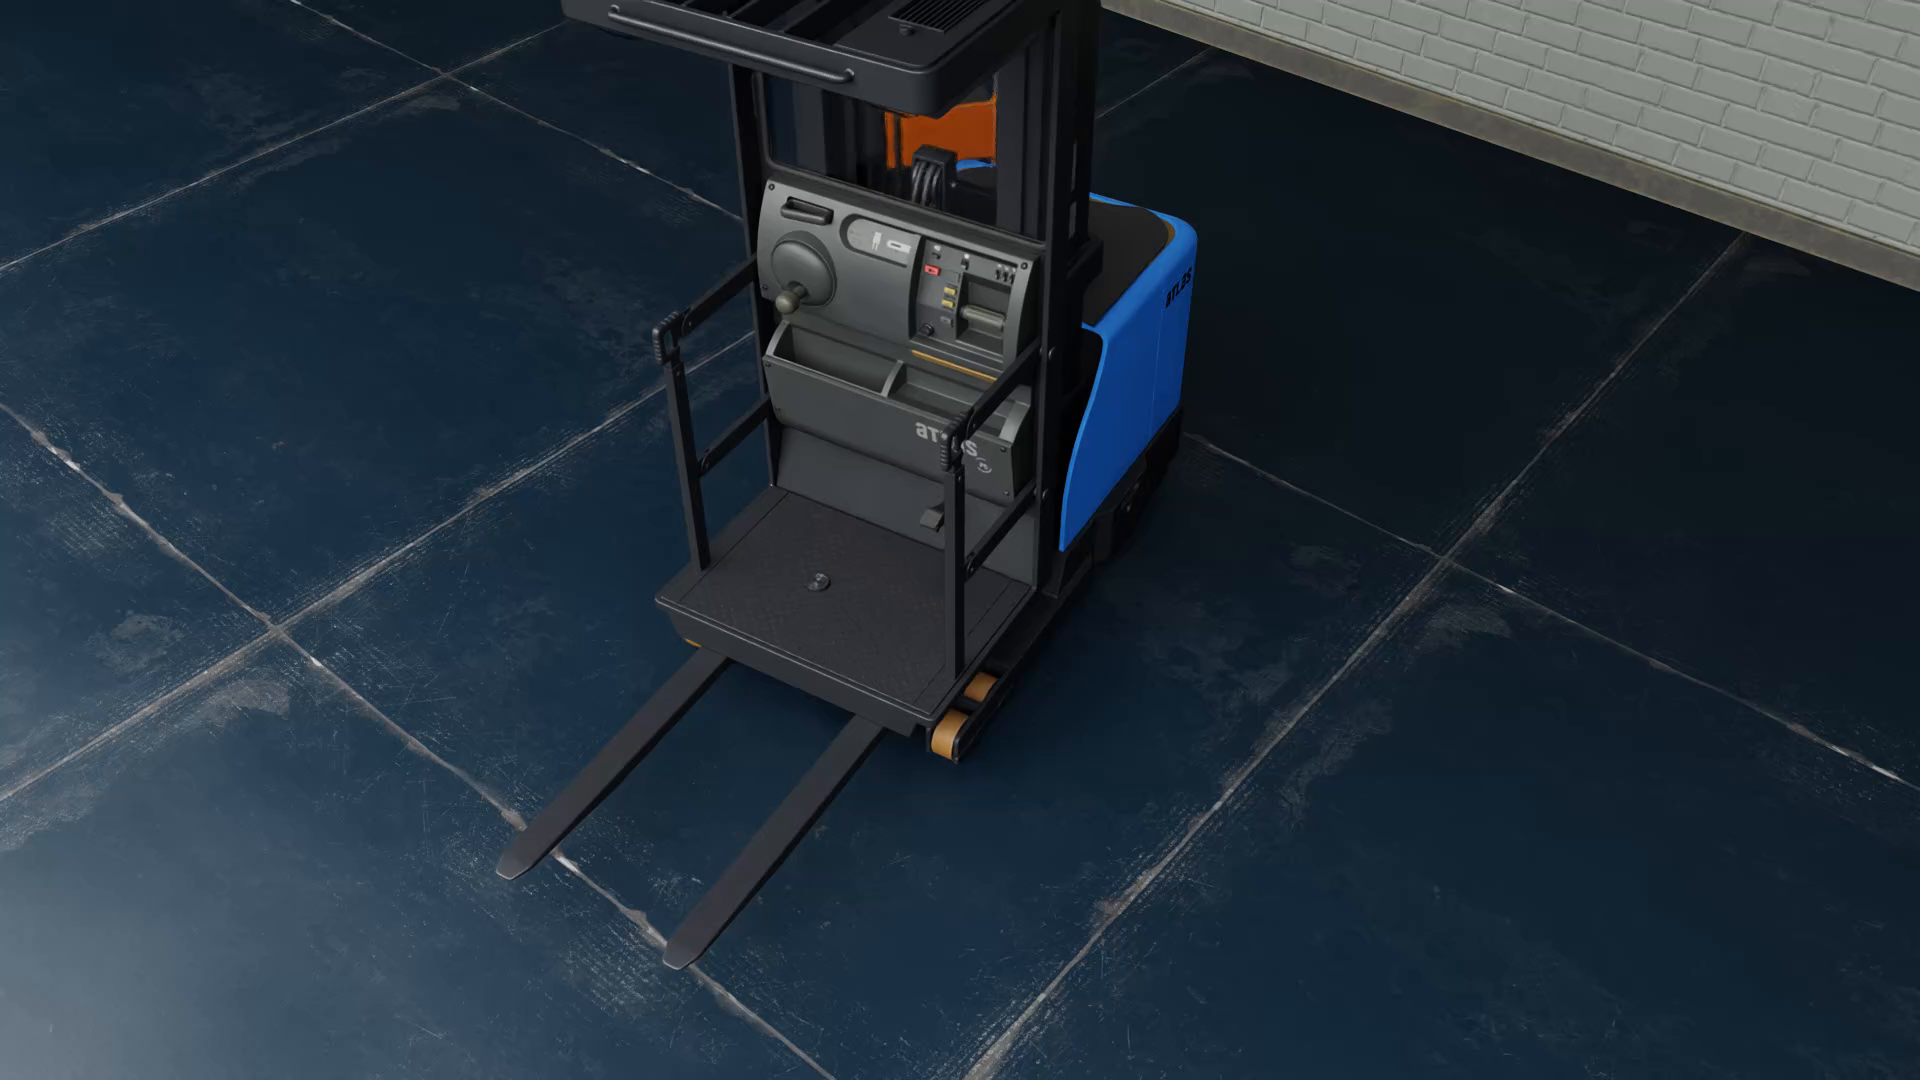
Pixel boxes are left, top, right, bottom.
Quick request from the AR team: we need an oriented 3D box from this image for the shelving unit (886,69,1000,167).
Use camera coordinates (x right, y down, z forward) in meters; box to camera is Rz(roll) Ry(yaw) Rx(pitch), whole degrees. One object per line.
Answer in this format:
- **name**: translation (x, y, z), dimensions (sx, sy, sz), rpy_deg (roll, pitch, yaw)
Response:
- **shelving unit**: translation (-0.137, -1.565, 6.409), dimensions (0.503, 2.100, 0.431), rpy_deg (-8, 43, -9)

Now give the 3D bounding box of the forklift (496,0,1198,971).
- **forklift**: translation (-0.313, -0.720, 4.863), dimensions (1.130, 2.935, 3.031), rpy_deg (21, 46, 22)

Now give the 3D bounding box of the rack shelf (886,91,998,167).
- **rack shelf**: translation (-0.137, -1.555, 6.418), dimensions (0.480, 0.518, 0.431), rpy_deg (-8, 43, -9)

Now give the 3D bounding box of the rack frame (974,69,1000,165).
- **rack frame**: translation (0.102, -1.599, 6.447), dimensions (0.015, 2.100, 0.400), rpy_deg (-8, 43, -9)
